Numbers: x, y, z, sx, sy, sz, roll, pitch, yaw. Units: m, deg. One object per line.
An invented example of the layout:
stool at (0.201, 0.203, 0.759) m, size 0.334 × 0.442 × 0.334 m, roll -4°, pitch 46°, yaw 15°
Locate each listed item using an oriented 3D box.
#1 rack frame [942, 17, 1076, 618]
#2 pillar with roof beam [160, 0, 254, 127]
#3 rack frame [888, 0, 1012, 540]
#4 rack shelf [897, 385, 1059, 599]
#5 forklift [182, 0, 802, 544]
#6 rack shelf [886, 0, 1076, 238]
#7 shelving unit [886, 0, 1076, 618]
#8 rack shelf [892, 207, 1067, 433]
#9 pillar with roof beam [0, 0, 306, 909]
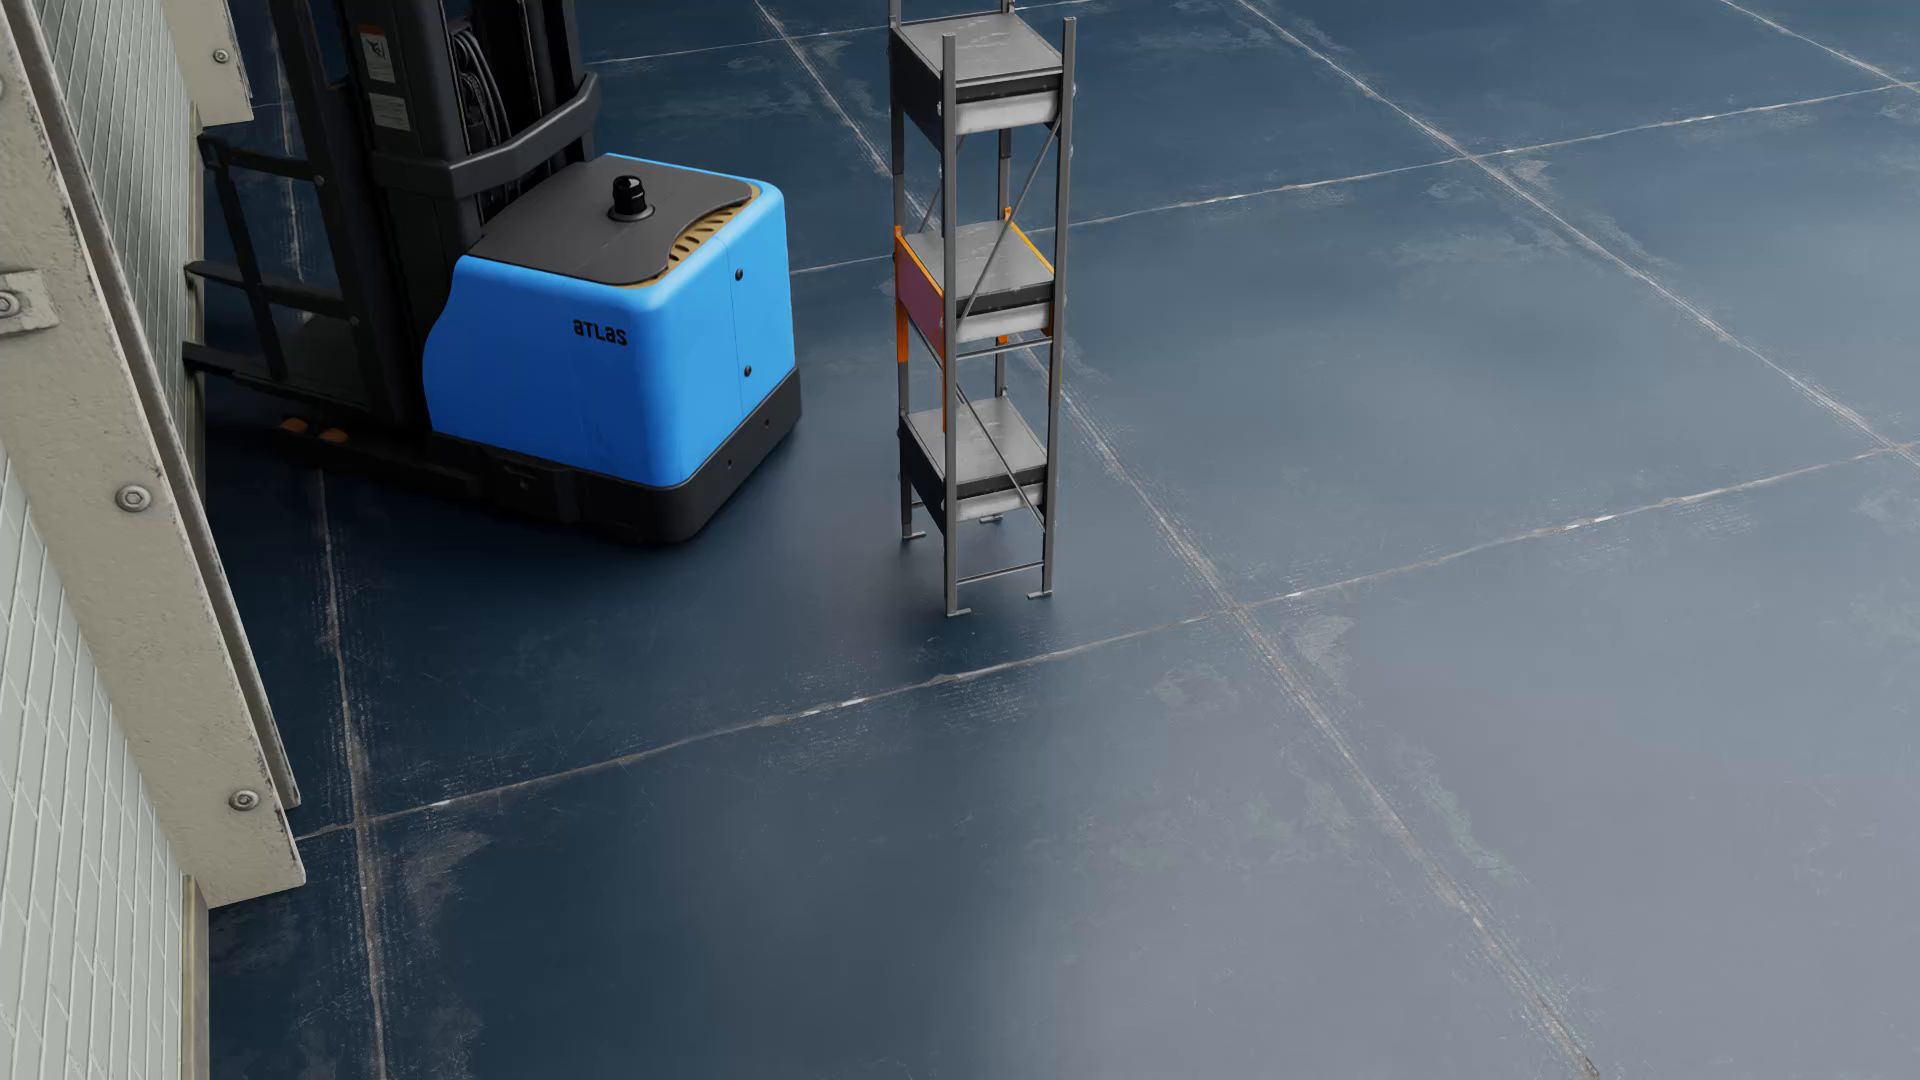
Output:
rack frame at (0.141, -0.607, 5.311) m, size 0.400 × 2.100 × 0.015 m, roll -12°, pitch 39°, yaw -16°
pillar with roof beam at (-0.165, -6.940, 7.985) m, size 9.100 × 9.000 × 0.400 m, roll -12°, pitch 39°, yaw -16°
rack frame at (-0.027, -0.883, 5.677) m, size 0.400 × 2.100 × 0.015 m, roll -12°, pitch 39°, yaw -16°
rack shelf at (0.057, -0.175, 5.923) m, size 0.431 × 0.518 × 0.480 m, roll -12°, pitch 39°, yaw -16°
forklift at (-2.214, -1.724, 6.103) m, size 3.031 × 2.935 × 1.130 m, roll 14°, pitch 39°, yaw 18°
rack shelf at (0.057, -1.293, 5.081) m, size 0.431 × 0.518 × 0.480 m, roll -12°, pitch 39°, yaw -16°
shelving unit at (0.057, -0.745, 5.494) m, size 0.431 × 2.100 × 0.503 m, roll -12°, pitch 39°, yaw -16°
rack shelf at (0.057, -0.734, 5.502) m, size 0.431 × 0.518 × 0.480 m, roll -12°, pitch 39°, yaw -16°
pillar with roof beam at (1.900, -3.551, 3.485) m, size 9.100 × 9.000 × 0.400 m, roll -12°, pitch 39°, yaw -16°
